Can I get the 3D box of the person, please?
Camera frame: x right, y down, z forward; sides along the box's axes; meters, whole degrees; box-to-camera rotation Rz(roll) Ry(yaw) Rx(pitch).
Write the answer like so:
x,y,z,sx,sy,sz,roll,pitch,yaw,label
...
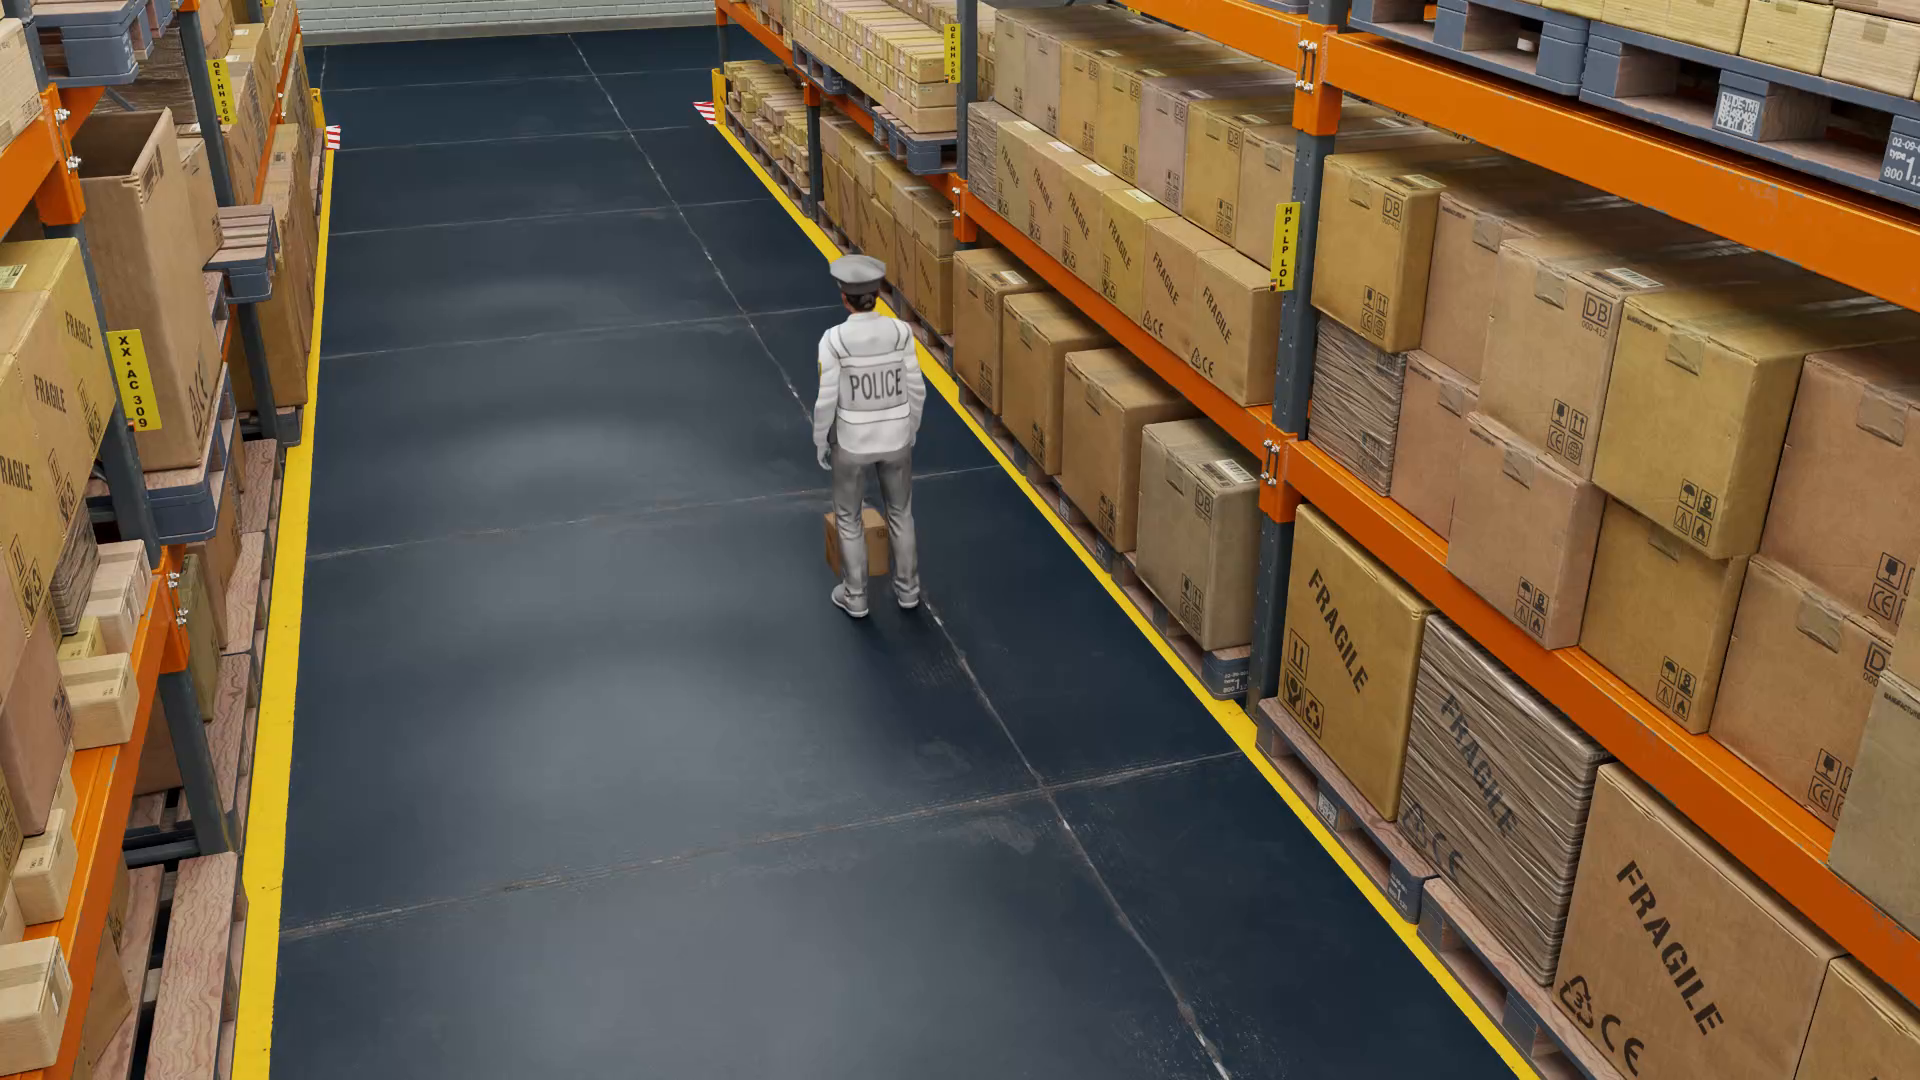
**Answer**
x,y,z,sx,sy,sz,roll,pitch,yaw,label
-0.407,-0.435,7.481,0.513,1.665,0.360,-9,28,-18,person
